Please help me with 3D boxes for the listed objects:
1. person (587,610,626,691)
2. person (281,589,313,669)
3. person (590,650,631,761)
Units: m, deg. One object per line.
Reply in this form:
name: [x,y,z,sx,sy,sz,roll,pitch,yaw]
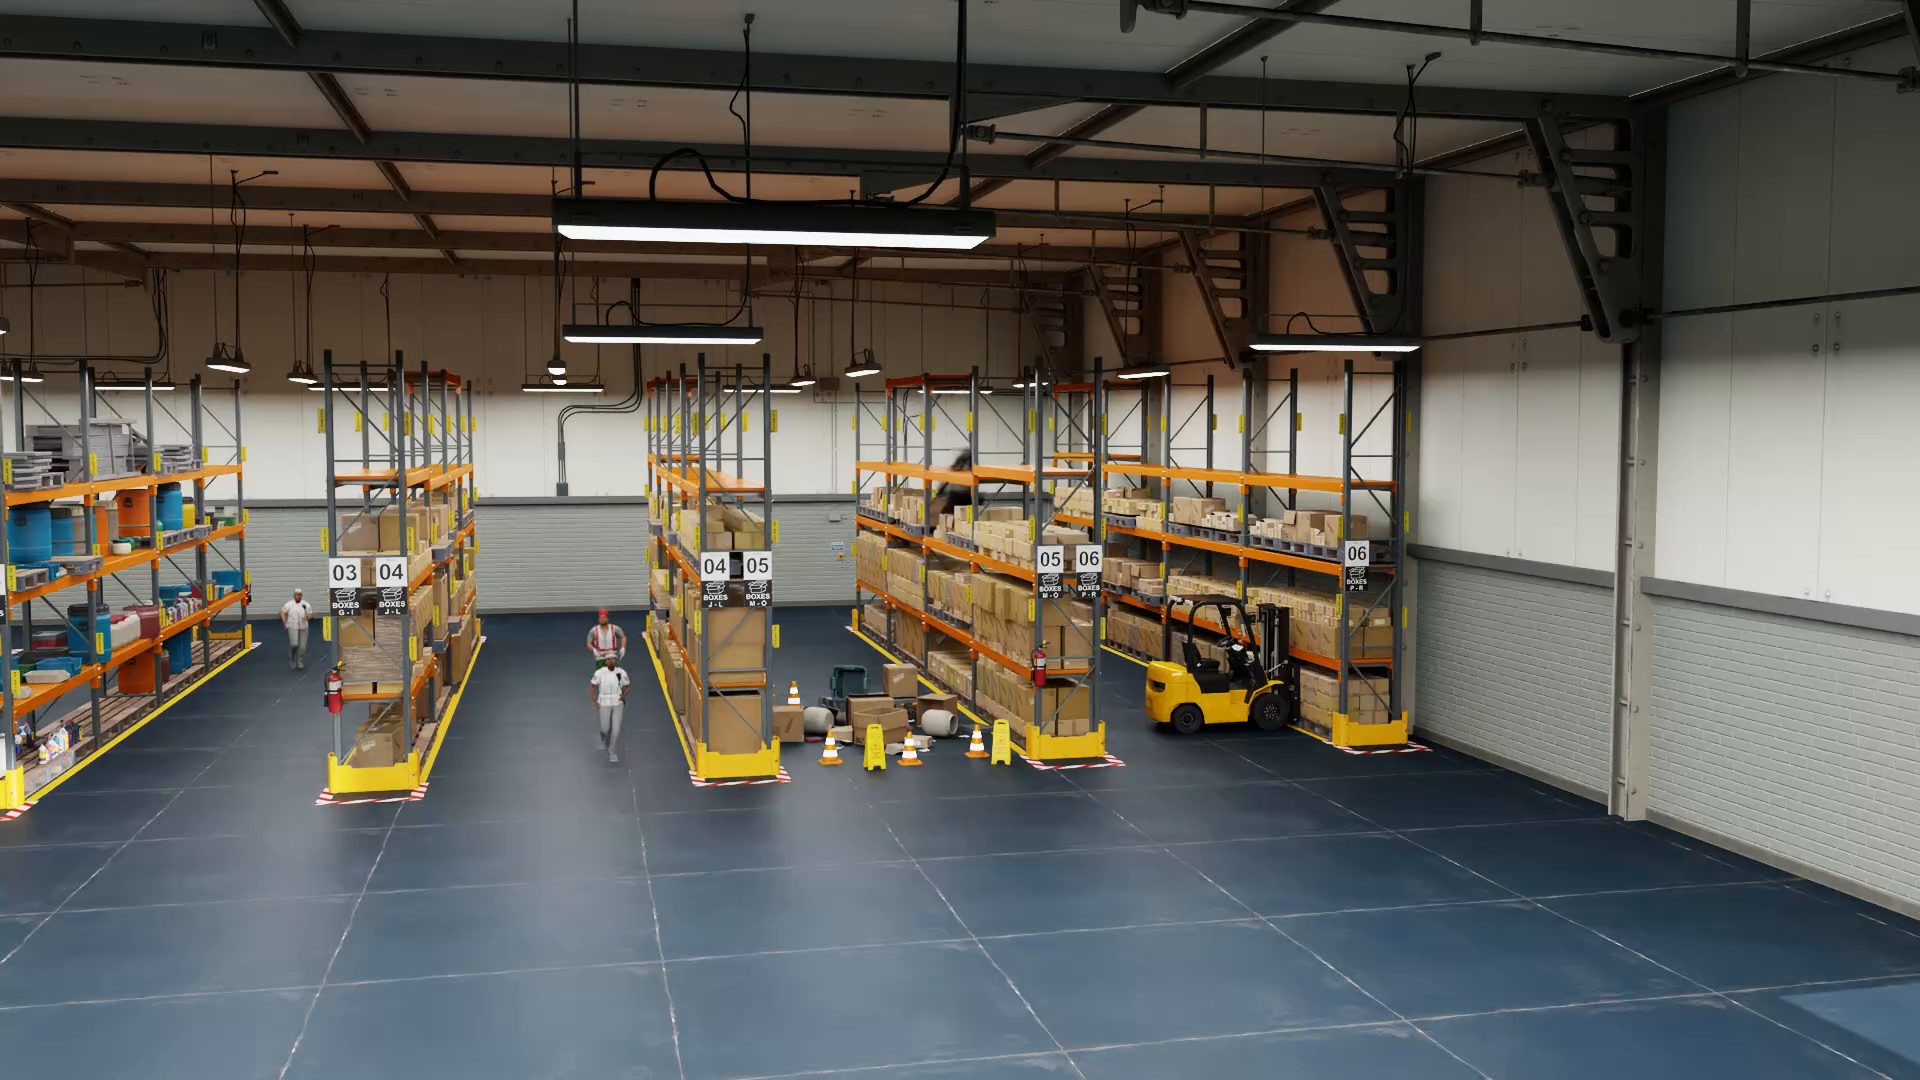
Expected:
person: [-6.195,2.096,29.127,0.673,1.751,0.656,-1,4,-10]
person: [-13.506,1.813,33.926,0.585,1.632,0.622,-2,5,-30]
person: [-5.193,2.457,24.745,0.605,1.671,0.568,-1,4,-15]
